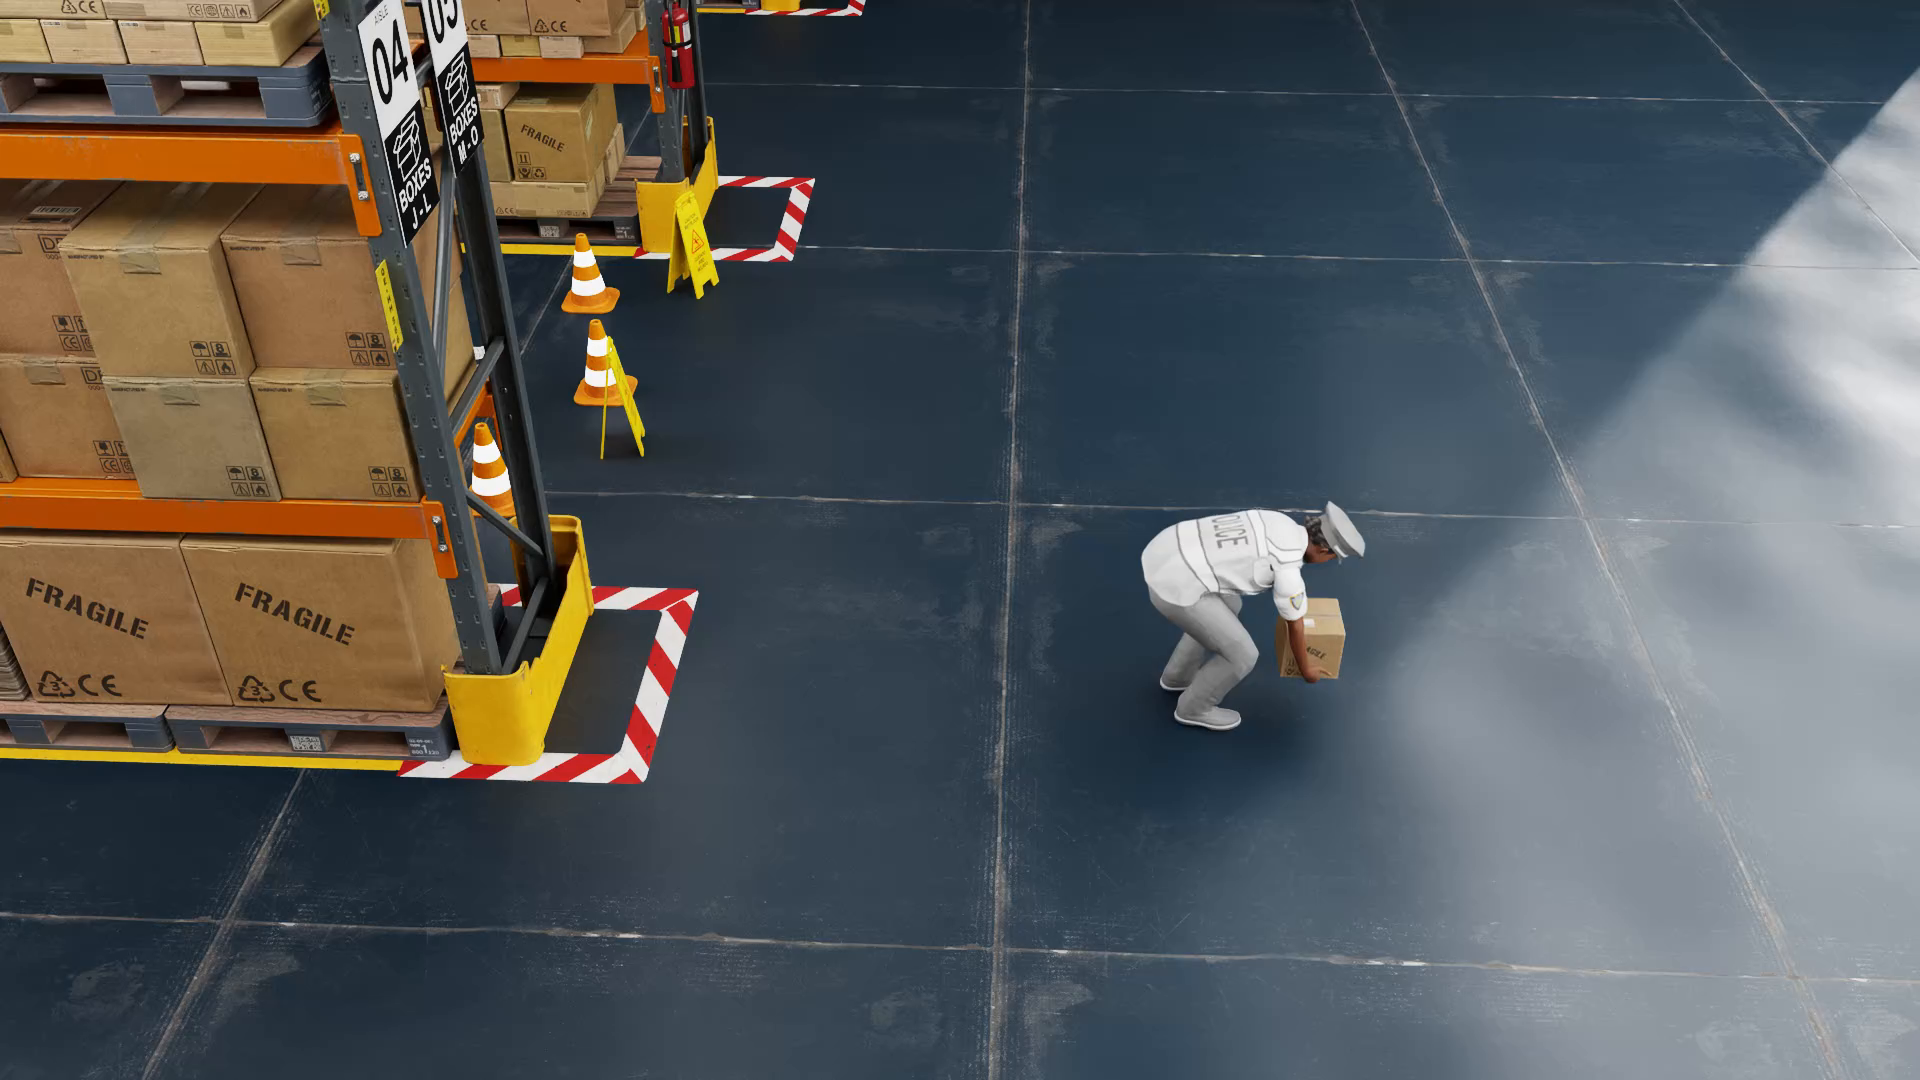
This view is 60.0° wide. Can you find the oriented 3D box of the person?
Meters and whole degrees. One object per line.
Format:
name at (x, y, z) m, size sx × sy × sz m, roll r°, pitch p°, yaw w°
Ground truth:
person at (1.238, 0.313, 7.196) m, size 0.933 × 1.064 × 0.454 m, roll 0°, pitch 36°, yaw 0°
